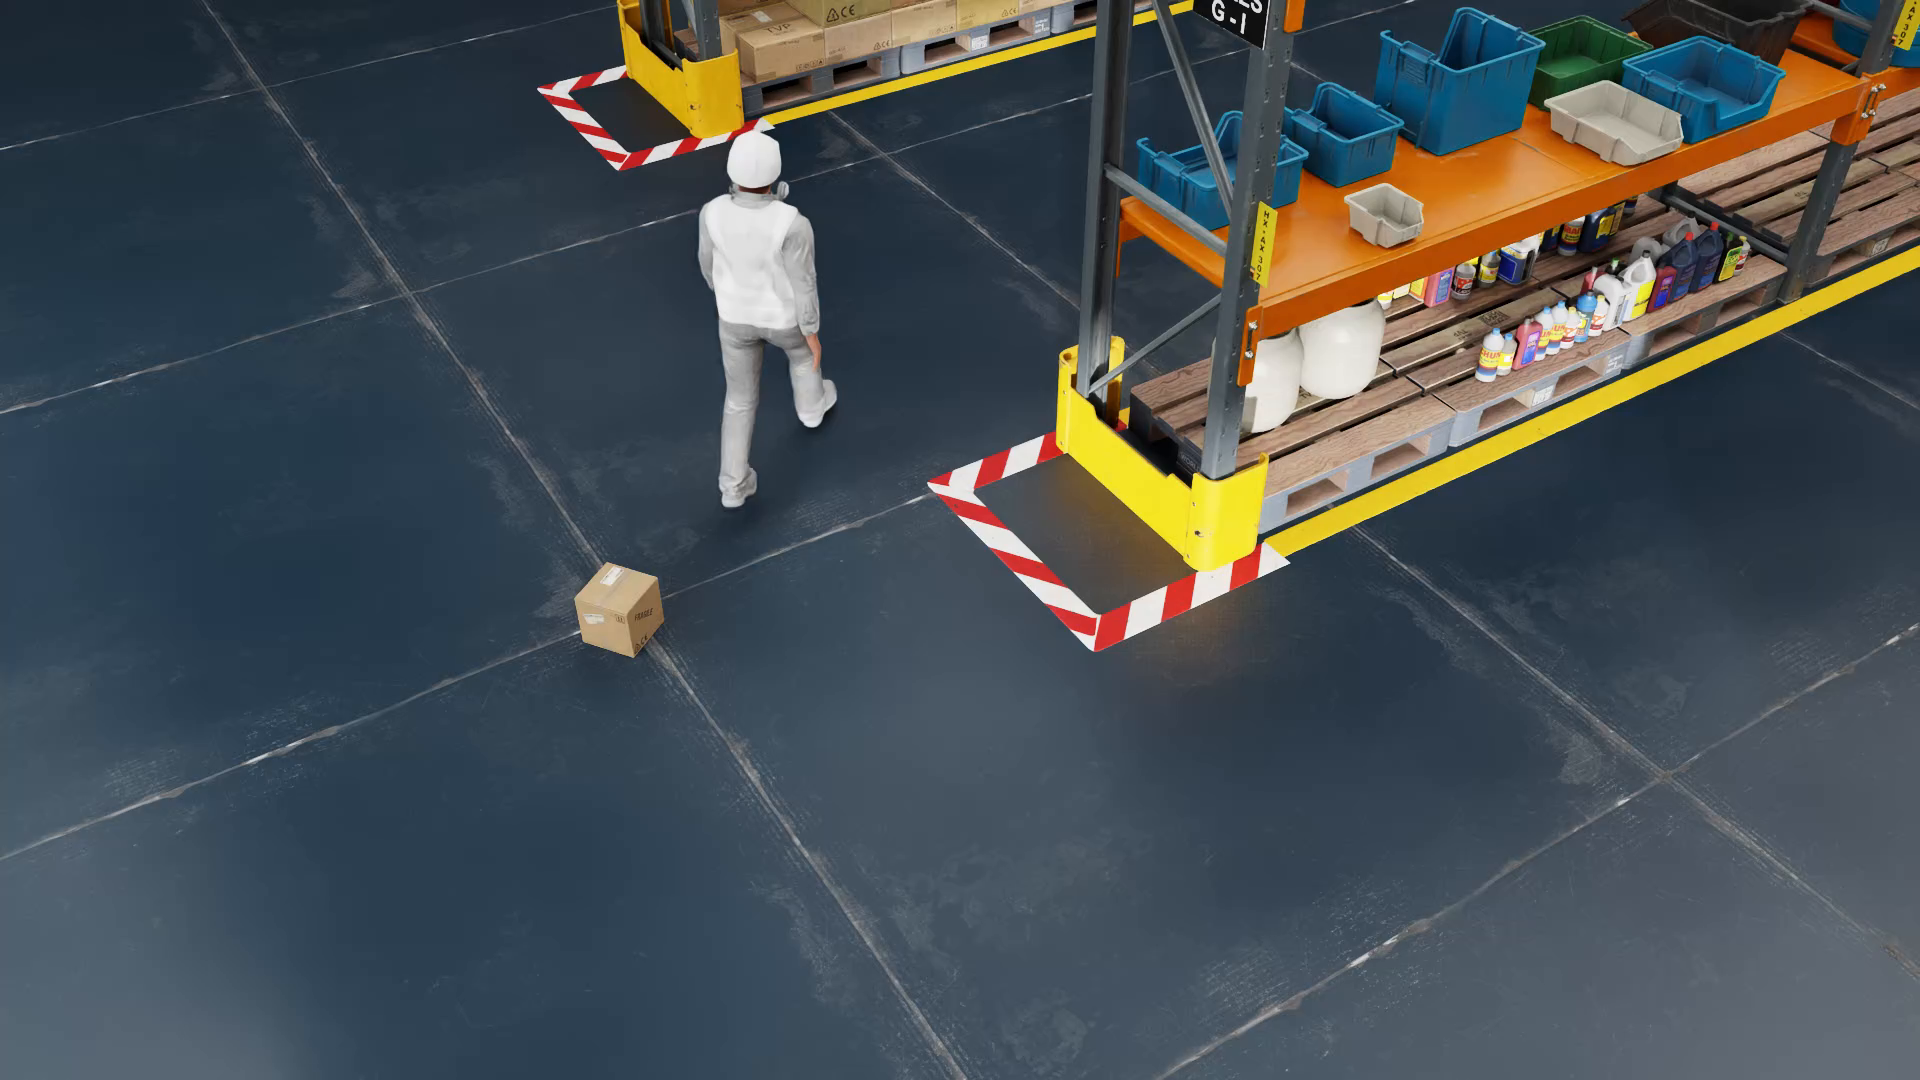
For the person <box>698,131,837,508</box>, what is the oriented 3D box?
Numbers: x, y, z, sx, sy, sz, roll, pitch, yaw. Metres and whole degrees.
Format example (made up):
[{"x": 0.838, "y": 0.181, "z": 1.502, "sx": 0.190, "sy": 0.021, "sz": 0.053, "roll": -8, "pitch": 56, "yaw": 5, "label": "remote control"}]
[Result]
[{"x": -0.866, "y": -1.050, "z": 7.380, "sx": 0.562, "sy": 1.723, "sz": 1.067, "roll": 5, "pitch": 41, "yaw": 5, "label": "person"}]
